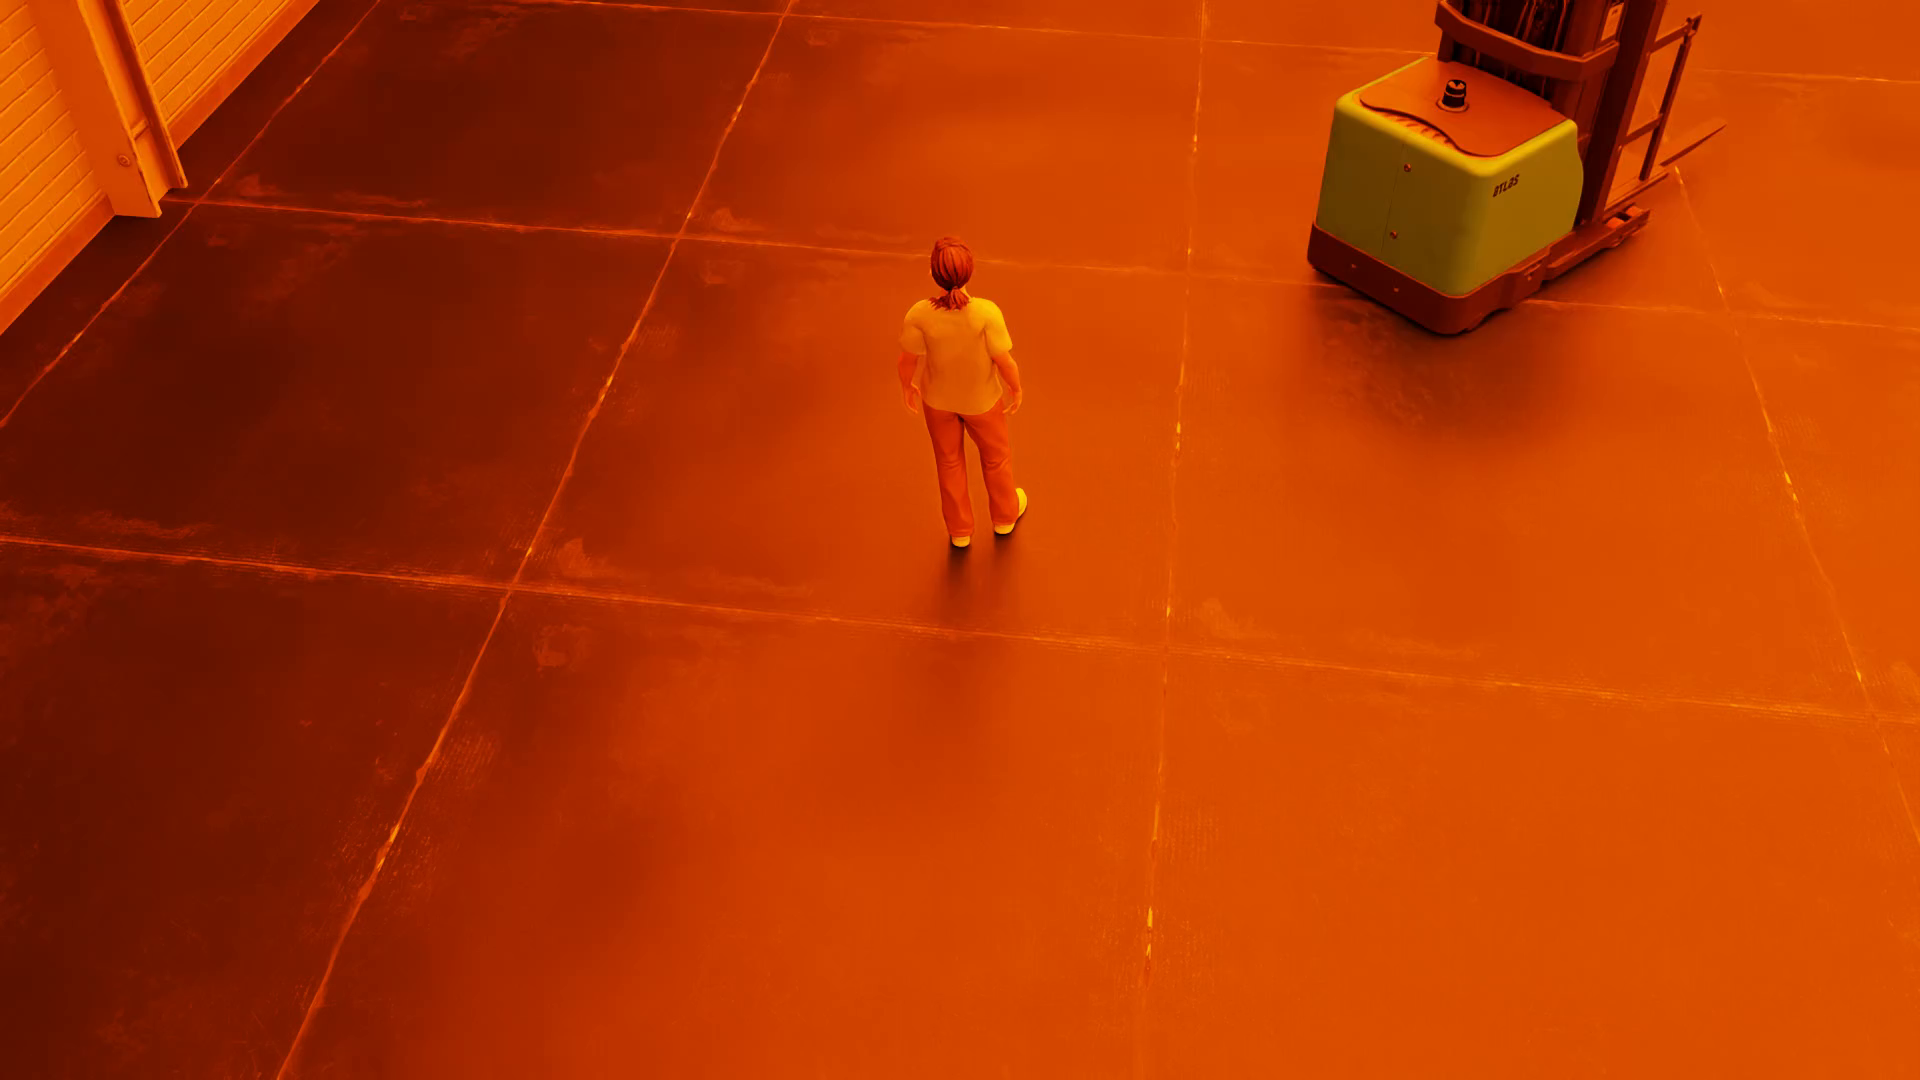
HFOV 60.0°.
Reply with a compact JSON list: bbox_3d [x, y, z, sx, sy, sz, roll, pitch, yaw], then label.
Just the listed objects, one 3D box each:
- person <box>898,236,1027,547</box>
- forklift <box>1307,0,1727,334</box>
[{"bbox_3d":[0.022,-0.667,7.376,0.553,1.663,0.548,5,43,6],"label":"person"},{"bbox_3d":[3.439,-3.043,9.037,3.031,2.935,1.130,-30,50,-29],"label":"forklift"}]
